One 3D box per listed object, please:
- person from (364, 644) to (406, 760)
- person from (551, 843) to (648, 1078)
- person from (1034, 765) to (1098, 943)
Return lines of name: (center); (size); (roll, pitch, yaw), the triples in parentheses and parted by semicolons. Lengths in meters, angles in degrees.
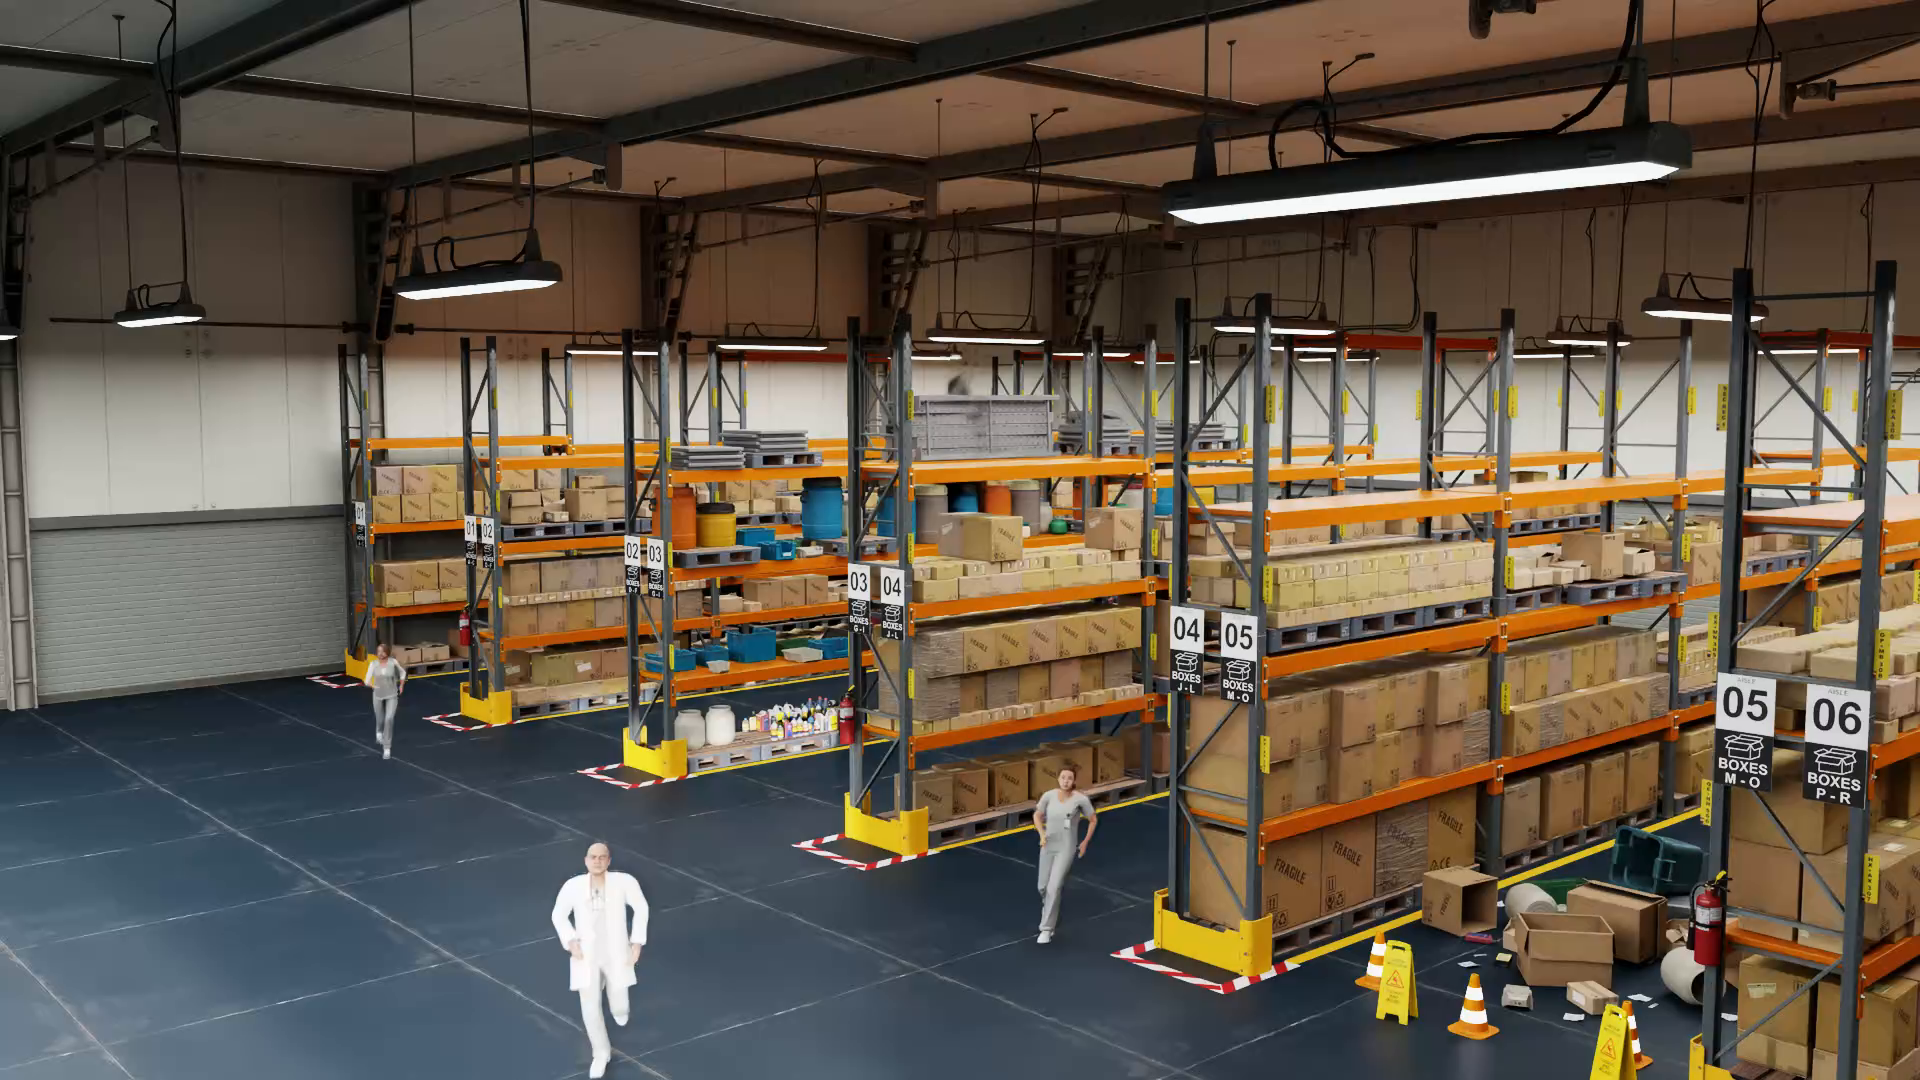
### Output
person: (-8.172, 2.256, 23.672); (0.551, 1.601, 0.872); (-1, 5, -14)
person: (-2.756, 3.197, 12.805); (0.710, 1.678, 0.716); (-1, 5, -13)
person: (0.996, 2.936, 15.804); (0.611, 1.655, 0.765); (2, 5, 17)
